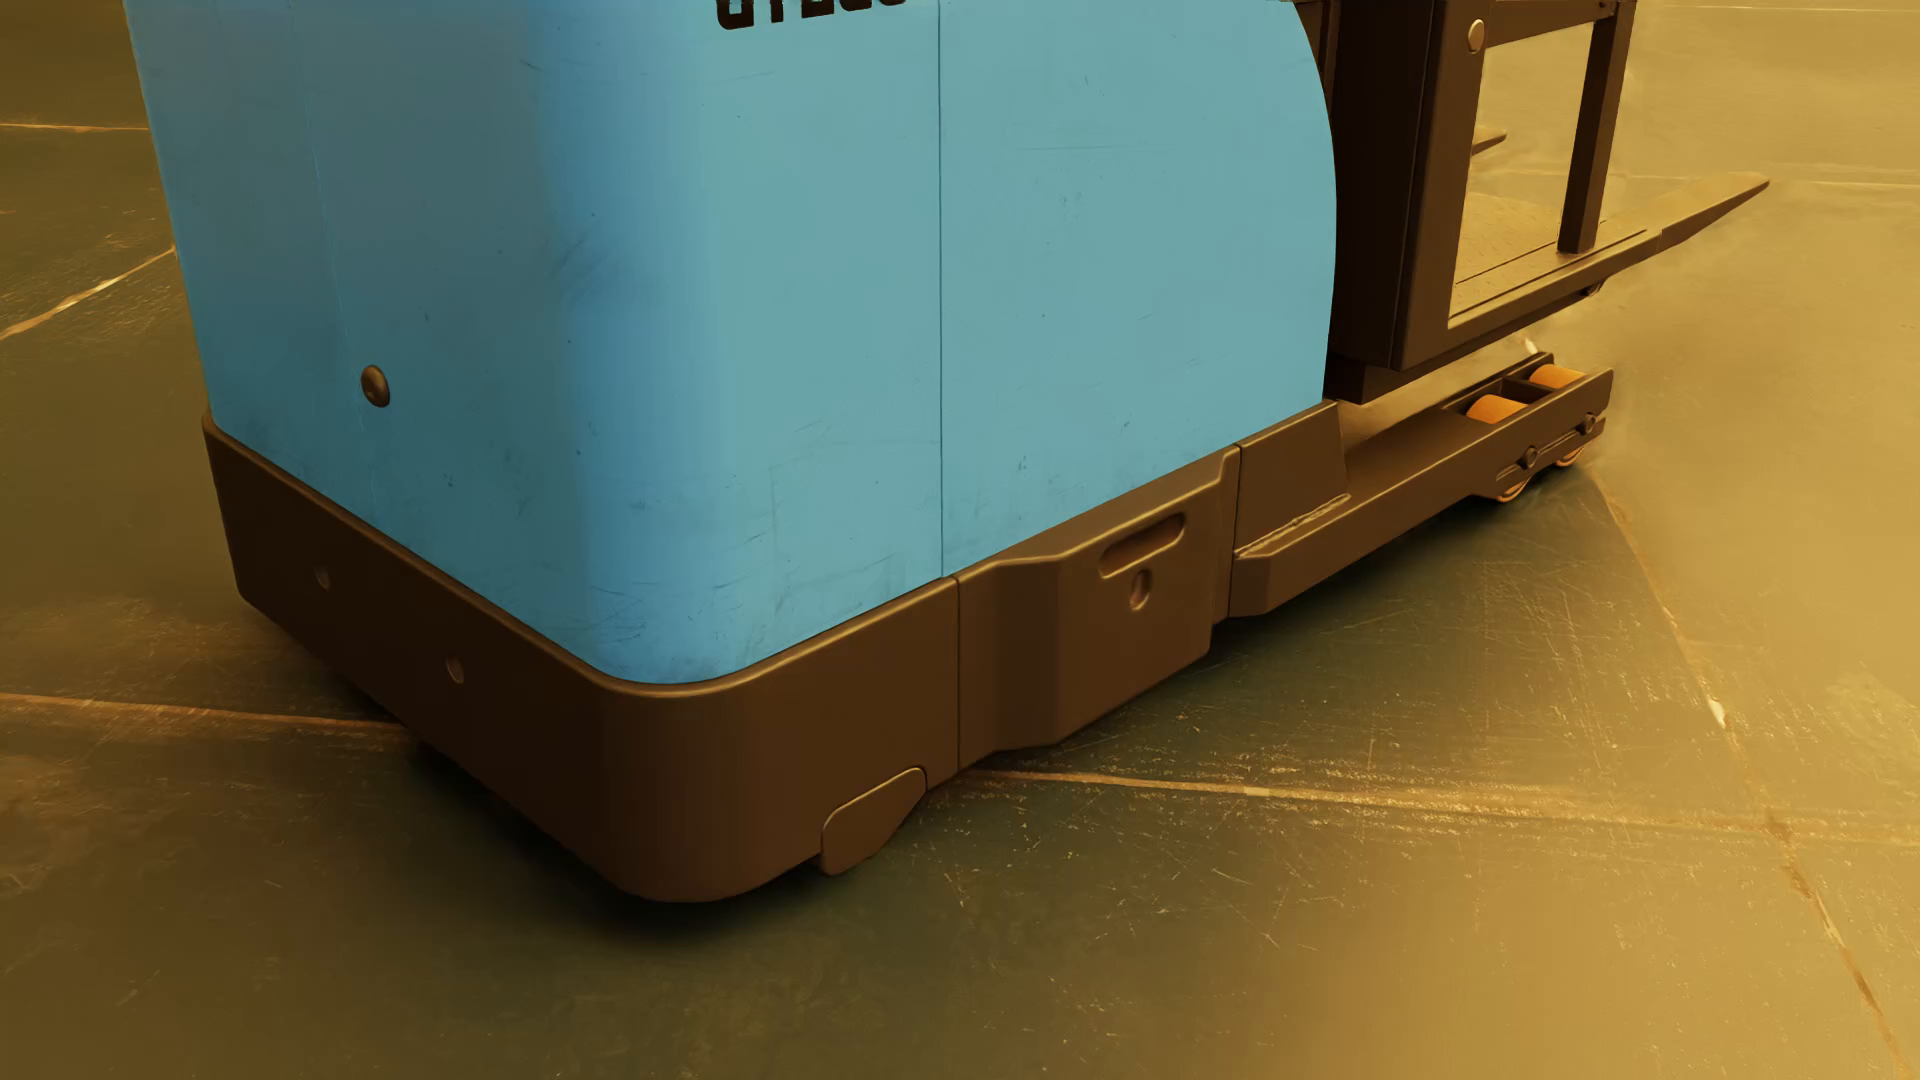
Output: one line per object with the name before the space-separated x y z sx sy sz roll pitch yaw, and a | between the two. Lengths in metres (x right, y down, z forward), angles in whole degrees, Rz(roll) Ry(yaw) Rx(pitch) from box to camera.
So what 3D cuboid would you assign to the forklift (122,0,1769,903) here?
forklift | 0.427 -1.515 2.255 1.130 2.935 3.031 24 35 39
